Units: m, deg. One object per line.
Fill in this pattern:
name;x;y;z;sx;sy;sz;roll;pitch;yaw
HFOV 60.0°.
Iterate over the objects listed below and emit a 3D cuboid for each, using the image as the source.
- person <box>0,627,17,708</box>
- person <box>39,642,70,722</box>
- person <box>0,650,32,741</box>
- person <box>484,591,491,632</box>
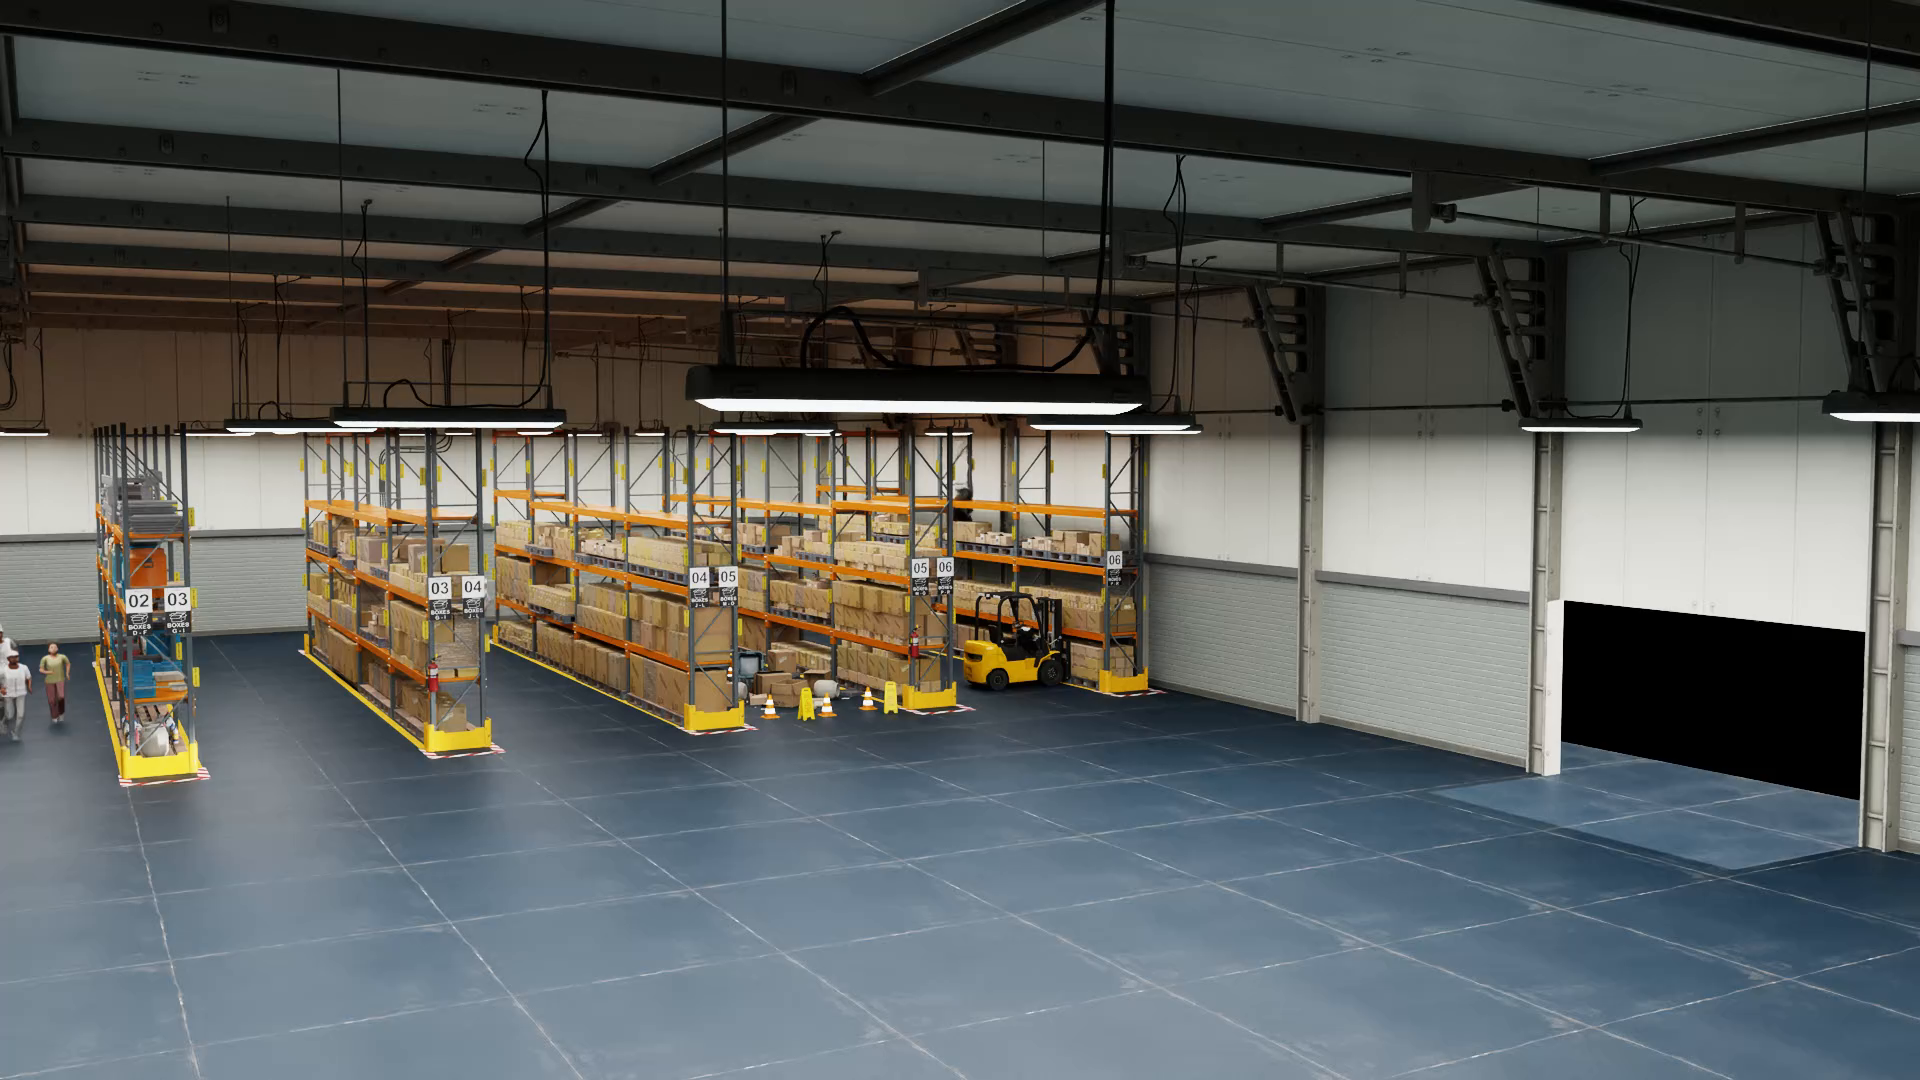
person;-20.163;2.725;34.946;0.653;1.828;0.753;-2;4;-31
person;-18.188;2.867;33.411;0.535;1.628;0.616;-2;4;-29
person;-17.992;2.946;31.598;0.597;1.722;0.689;3;5;45
person;-13.900;1.989;47.673;0.847;1.714;0.703;-3;5;-41
